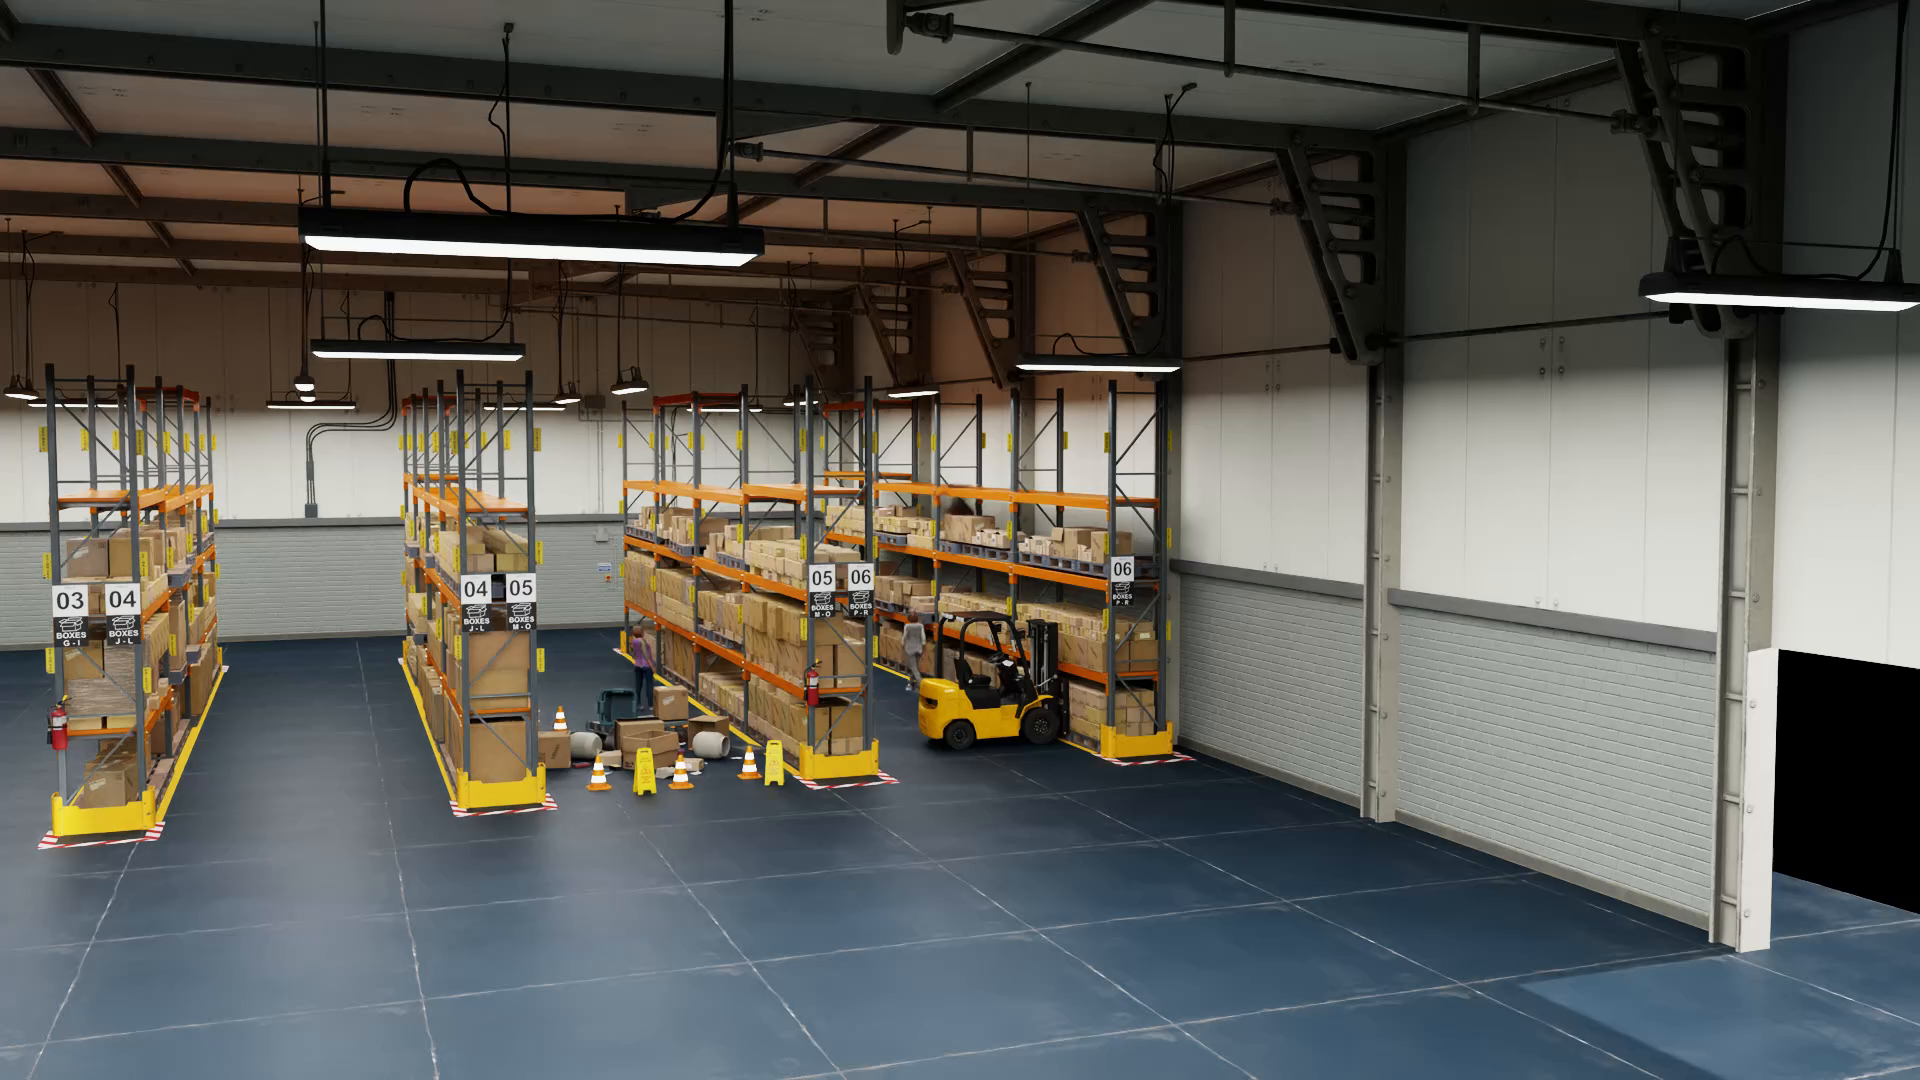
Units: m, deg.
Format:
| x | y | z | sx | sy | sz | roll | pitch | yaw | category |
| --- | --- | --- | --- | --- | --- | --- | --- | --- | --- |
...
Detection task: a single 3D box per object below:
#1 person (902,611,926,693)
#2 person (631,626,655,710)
| x | y | z | sx | sy | sz | roll | pitch | yaw | category |
| --- | --- | --- | --- | --- | --- | --- | --- | --- | --- |
| -0.899 | 2.106 | 31.299 | 0.391 | 1.551 | 0.841 | -2 | 4 | -32 | person |
| -5.903 | 2.393 | 31.103 | 0.506 | 1.590 | 0.383 | 2 | 4 | 28 | person |
